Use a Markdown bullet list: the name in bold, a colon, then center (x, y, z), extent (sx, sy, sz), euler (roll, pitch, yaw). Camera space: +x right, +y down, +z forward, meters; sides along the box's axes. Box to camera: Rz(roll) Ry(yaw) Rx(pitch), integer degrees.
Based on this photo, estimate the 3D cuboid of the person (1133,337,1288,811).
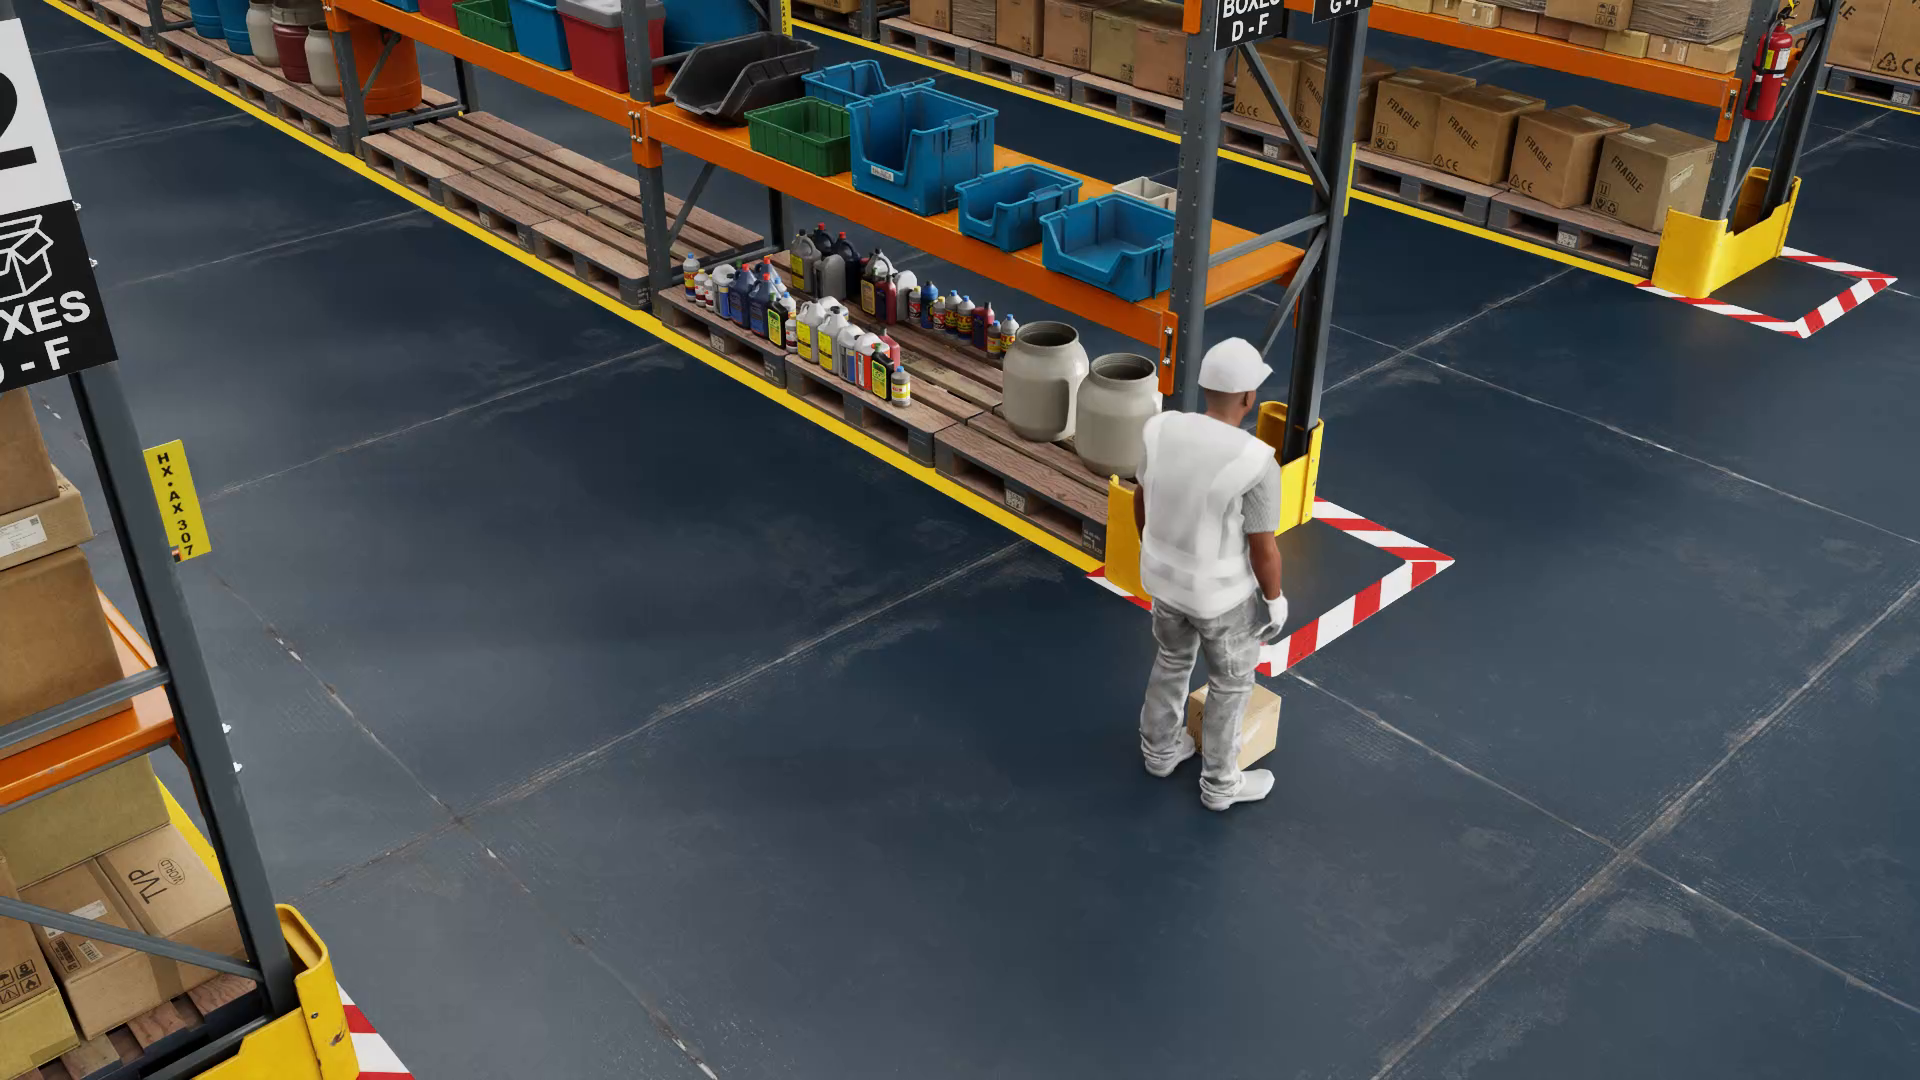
- **person**: center (0.879, 0.131, 5.909), extent (0.445, 1.775, 0.629), euler (-27, 40, -36)
